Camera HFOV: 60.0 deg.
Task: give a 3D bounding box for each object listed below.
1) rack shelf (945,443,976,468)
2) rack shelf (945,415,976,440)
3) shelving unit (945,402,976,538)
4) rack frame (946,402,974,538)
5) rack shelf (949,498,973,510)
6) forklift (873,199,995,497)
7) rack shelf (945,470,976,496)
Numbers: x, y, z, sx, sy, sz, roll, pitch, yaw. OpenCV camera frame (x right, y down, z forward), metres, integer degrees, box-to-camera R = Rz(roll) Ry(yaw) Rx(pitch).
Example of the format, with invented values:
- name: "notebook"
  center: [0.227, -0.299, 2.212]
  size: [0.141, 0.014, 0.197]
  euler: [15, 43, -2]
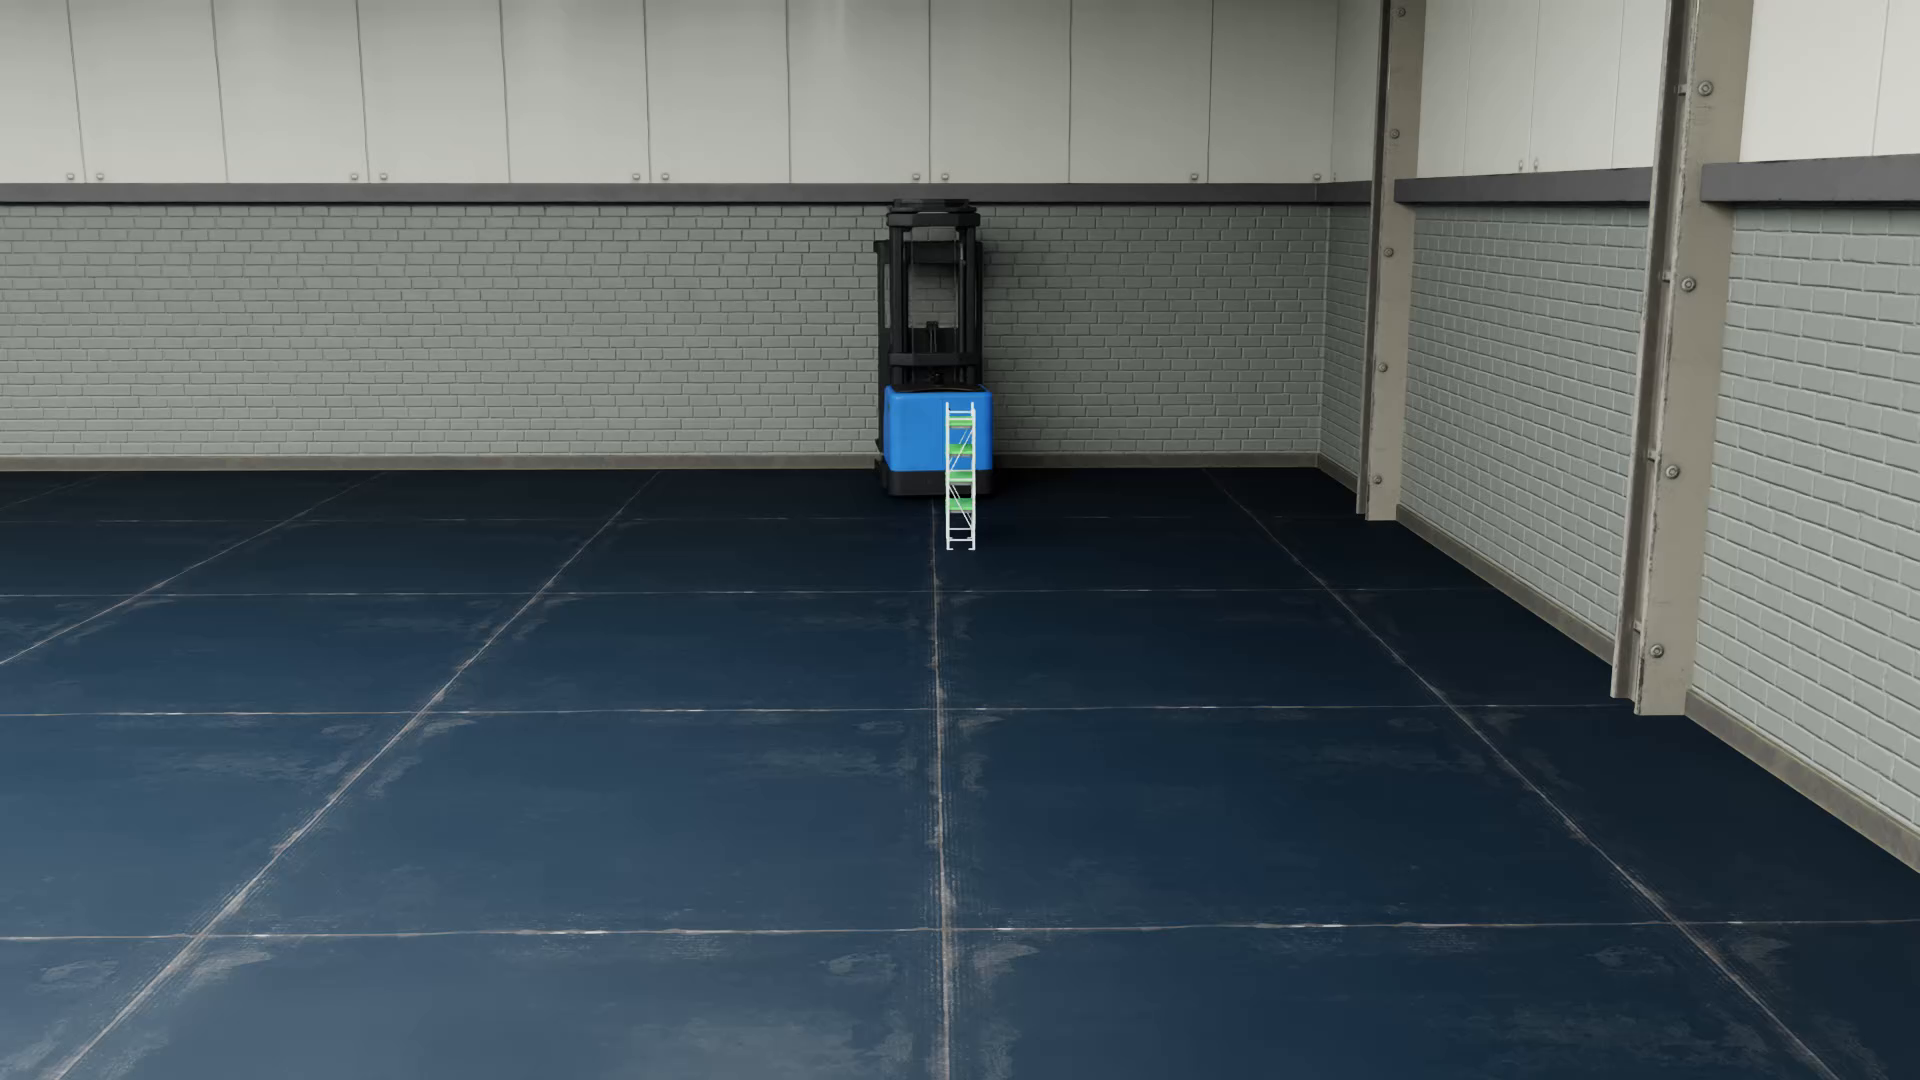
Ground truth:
- name: "rack shelf"
  center: [0.003, -0.728, 14.243]
  size: [0.258, 0.148, 0.480]
  euler: [0, 11, -1]
- name: "rack shelf"
  center: [0.003, -0.963, 14.195]
  size: [0.258, 0.148, 0.480]
  euler: [0, 11, -1]
- name: "shelving unit"
  center: [0.003, -0.556, 14.283]
  size: [0.258, 1.200, 0.492]
  euler: [0, 11, -1]
- name: "rack frame"
  center: [-0.002, -0.604, 14.517]
  size: [0.240, 1.200, 0.015]
  euler: [0, 11, -1]
- name: "rack shelf"
  center: [0.003, -0.310, 14.327]
  size: [0.221, 0.021, 0.457]
  euler: [0, 11, -1]
- name: "forklift"
  center: [-0.338, -2.110, 17.589]
  size: [1.130, 2.935, 3.031]
  euler: [-1, 12, -6]
- name: "rack shelf"
  center: [0.003, -0.492, 14.290]
  size: [0.258, 0.148, 0.480]
  euler: [0, 11, -1]
